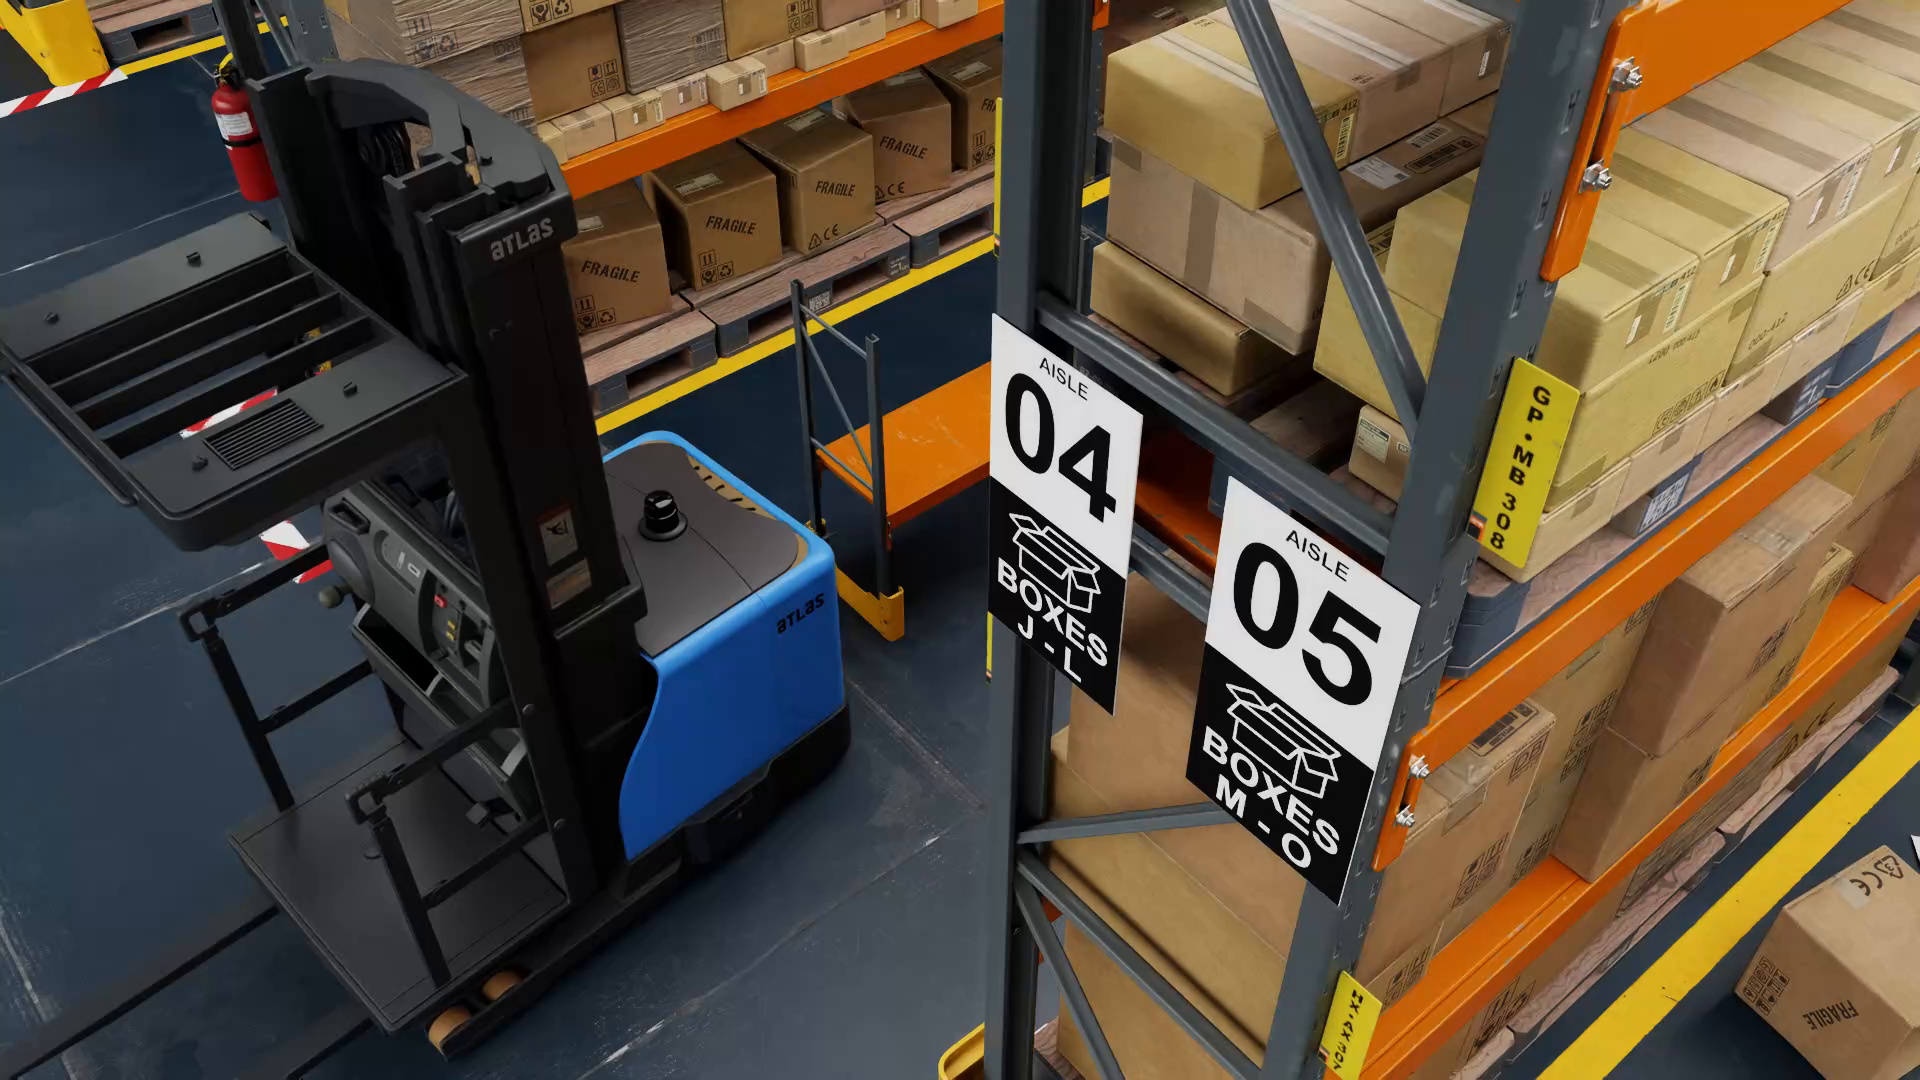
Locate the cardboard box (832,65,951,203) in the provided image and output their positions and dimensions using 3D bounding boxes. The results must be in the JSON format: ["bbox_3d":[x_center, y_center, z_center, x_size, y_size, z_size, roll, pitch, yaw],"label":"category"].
[{"bbox_3d":[-0.369,-2.193,8.967,0.500,0.500,0.500,-15,45,-16],"label":"cardboard box"}]

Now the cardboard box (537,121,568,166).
[{"bbox_3d":[-1.893,-1.715,7.122,0.250,0.149,0.380,-30,51,-28],"label":"cardboard box"}]

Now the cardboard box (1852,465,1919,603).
[{"bbox_3d":[2.820,-0.346,5.371,0.550,0.550,0.875,-30,51,-28],"label":"cardboard box"}]

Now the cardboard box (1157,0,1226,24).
[{"bbox_3d":[1.261,-3.069,9.885,0.500,0.500,0.700,-30,51,-28],"label":"cardboard box"}]

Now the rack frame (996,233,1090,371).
[{"bbox_3d":[0.324,-0.733,6.988,0.032,1.500,0.500,-30,51,-28],"label":"rack frame"}]

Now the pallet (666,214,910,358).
[{"bbox_3d":[-1.031,-1.493,8.739,1.213,0.211,1.003,-30,51,-28],"label":"pallet"}]

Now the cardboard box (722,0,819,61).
[{"bbox_3d":[-1.122,-2.670,7.665,0.500,0.500,0.875,-30,51,-28],"label":"cardboard box"}]

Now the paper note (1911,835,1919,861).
[{"bbox_3d":[3.568,1.140,6.067,0.147,0.020,0.142,7,44,7],"label":"paper note"}]

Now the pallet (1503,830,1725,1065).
[{"bbox_3d":[1.933,1.135,5.941,1.213,0.211,1.003,-30,51,-28],"label":"pallet"}]

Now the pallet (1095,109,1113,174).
[{"bbox_3d":[0.994,-2.688,10.012,1.213,0.211,1.003,-30,51,-28],"label":"pallet"}]

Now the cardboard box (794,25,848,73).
[{"bbox_3d":[-0.738,-2.370,7.820,0.250,0.149,0.380,-30,51,-28],"label":"cardboard box"}]

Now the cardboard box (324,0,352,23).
[{"bbox_3d":[-2.407,-2.485,6.738,0.500,0.500,0.500,-30,51,-28],"label":"cardboard box"}]

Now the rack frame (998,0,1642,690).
[{"bbox_3d":[0.435,-1.143,1.947,0.127,3.000,1.000,-30,51,-28],"label":"rack frame"}]

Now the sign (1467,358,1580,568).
[{"bbox_3d":[0.786,-0.103,2.334,0.005,0.325,0.100,-30,51,-28],"label":"sign"}]

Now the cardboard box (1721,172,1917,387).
[{"bbox_3d":[1.358,-0.593,3.066,0.500,0.250,0.500,-30,51,-28],"label":"cardboard box"}]

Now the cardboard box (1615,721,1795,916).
[{"bbox_3d":[2.287,0.546,5.776,0.875,0.875,0.875,-29,51,-28],"label":"cardboard box"}]

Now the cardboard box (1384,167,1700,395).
[{"bbox_3d":[0.895,-0.417,2.587,0.250,0.149,0.380,-29,50,-27],"label":"cardboard box"}]

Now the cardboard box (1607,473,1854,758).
[{"bbox_3d":[1.624,-0.011,4.226,0.550,0.550,0.875,-30,51,-28],"label":"cardboard box"}]

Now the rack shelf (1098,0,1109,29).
[{"bbox_3d":[1.932,-3.978,9.874,4.000,0.370,1.077,-30,51,-28],"label":"rack shelf"}]

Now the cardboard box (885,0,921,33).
[{"bbox_3d":[-0.403,-2.629,8.096,0.250,0.149,0.380,-30,51,-28],"label":"cardboard box"}]

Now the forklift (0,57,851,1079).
[{"bbox_3d":[-1.813,0.228,4.920,1.130,2.935,3.031,34,53,31],"label":"forklift"}]

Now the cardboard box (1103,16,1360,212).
[{"bbox_3d":[0.475,-0.764,2.956,0.250,0.149,0.380,-29,51,-28],"label":"cardboard box"}]

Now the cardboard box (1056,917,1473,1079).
[{"bbox_3d":[0.913,1.333,4.938,0.875,0.875,0.875,-29,51,-28],"label":"cardboard box"}]

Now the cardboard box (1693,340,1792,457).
[{"bbox_3d":[1.291,-0.351,3.099,0.250,0.149,0.380,-30,51,-28],"label":"cardboard box"}]

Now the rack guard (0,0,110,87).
[{"bbox_3d":[-5.820,-3.353,10.508,0.348,0.500,1.175,-30,51,-28],"label":"rack guard"}]

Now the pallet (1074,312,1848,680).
[{"bbox_3d":[0.997,-0.348,3.357,1.213,0.211,1.003,-30,51,-28],"label":"pallet"}]

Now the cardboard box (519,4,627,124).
[{"bbox_3d":[-1.924,-2.259,7.228,0.500,0.500,0.875,-30,51,-28],"label":"cardboard box"}]

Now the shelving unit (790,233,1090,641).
[{"bbox_3d":[-0.058,-0.513,6.755,1.083,1.500,0.587,-30,51,-28],"label":"shelving unit"}]

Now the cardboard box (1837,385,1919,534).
[{"bbox_3d":[2.348,-0.549,4.799,0.550,0.550,0.875,-30,51,-28],"label":"cardboard box"}]

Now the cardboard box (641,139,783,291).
[{"bbox_3d":[-1.251,-1.658,8.397,0.500,0.500,0.500,-25,49,-24],"label":"cardboard box"}]

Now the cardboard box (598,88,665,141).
[{"bbox_3d":[-1.518,-1.942,7.363,0.250,0.149,0.380,-30,51,-28],"label":"cardboard box"}]

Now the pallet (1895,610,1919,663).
[{"bbox_3d":[4.047,-0.075,7.229,1.213,0.211,1.003,-30,51,-28],"label":"pallet"}]

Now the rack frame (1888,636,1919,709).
[{"bbox_3d":[3.503,-0.713,5.871,0.127,3.000,1.000,-30,51,-28],"label":"rack frame"}]

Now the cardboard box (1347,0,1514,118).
[{"bbox_3d":[0.865,-0.985,3.192,0.250,0.149,0.380,-29,50,-27],"label":"cardboard box"}]

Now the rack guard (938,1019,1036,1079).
[{"bbox_3d":[0.416,1.966,4.845,0.348,0.500,1.175,-30,51,-28],"label":"rack guard"}]

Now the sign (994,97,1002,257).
[{"bbox_3d":[0.097,-0.634,3.008,0.005,0.325,0.100,-30,51,-28],"label":"sign"}]

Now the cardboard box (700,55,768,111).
[{"bbox_3d":[-1.086,-2.121,7.555,0.250,0.149,0.380,-30,51,-28],"label":"cardboard box"}]

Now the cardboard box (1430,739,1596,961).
[{"bbox_3d":[1.098,0.550,4.418,0.550,0.550,0.875,-30,51,-28],"label":"cardboard box"}]

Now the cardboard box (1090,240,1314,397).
[{"bbox_3d":[0.472,-0.471,3.227,0.250,0.149,0.380,-30,51,-28],"label":"cardboard box"}]

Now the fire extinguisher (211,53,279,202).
[{"bbox_3d":[-3.053,-1.768,7.052,0.183,0.674,0.296,-30,51,-28],"label":"fire extinguisher"}]

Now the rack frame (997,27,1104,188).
[{"bbox_3d":[0.398,-3.362,8.692,0.127,3.000,1.000,-30,51,-28],"label":"rack frame"}]

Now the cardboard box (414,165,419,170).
[{"bbox_3d":[-2.298,-1.513,6.907,0.250,0.149,0.380,-30,51,-28],"label":"cardboard box"}]

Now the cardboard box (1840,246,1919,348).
[{"bbox_3d":[1.678,-0.573,3.335,0.250,0.149,0.380,-30,51,-28],"label":"cardboard box"}]

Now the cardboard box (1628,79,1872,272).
[{"bbox_3d":[1.284,-0.639,2.824,0.250,0.149,0.380,-30,51,-28],"label":"cardboard box"}]

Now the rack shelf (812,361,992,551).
[{"bbox_3d":[-0.065,-0.378,6.873,1.000,0.185,0.538,-30,51,-28],"label":"rack shelf"}]

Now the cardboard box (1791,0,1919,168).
[{"bbox_3d":[1.675,-0.863,3.062,0.250,0.149,0.380,-31,51,-29],"label":"cardboard box"}]

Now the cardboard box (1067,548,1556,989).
[{"bbox_3d":[0.744,0.453,3.732,0.550,0.550,0.875,-30,51,-28],"label":"cardboard box"}]

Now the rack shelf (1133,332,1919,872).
[{"bbox_3d":[1.969,-0.665,4.155,4.000,0.370,1.077,-30,51,-28],"label":"rack shelf"}]

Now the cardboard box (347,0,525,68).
[{"bbox_3d":[-2.073,-2.213,6.448,0.500,0.500,0.500,-30,51,-28],"label":"cardboard box"}]

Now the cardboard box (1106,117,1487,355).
[{"bbox_3d":[0.631,-0.654,3.131,0.500,0.250,0.500,-29,50,-27],"label":"cardboard box"}]

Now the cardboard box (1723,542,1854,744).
[{"bbox_3d":[1.988,0.115,4.880,0.500,0.550,0.875,-30,51,-28],"label":"cardboard box"}]

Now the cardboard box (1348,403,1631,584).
[{"bbox_3d":[0.904,-0.129,2.863,0.250,0.149,0.380,-29,51,-28],"label":"cardboard box"}]

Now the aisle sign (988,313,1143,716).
[{"bbox_3d":[0.188,-0.030,3.245,0.004,0.787,0.394,-30,51,-28],"label":"aisle sign"}]
